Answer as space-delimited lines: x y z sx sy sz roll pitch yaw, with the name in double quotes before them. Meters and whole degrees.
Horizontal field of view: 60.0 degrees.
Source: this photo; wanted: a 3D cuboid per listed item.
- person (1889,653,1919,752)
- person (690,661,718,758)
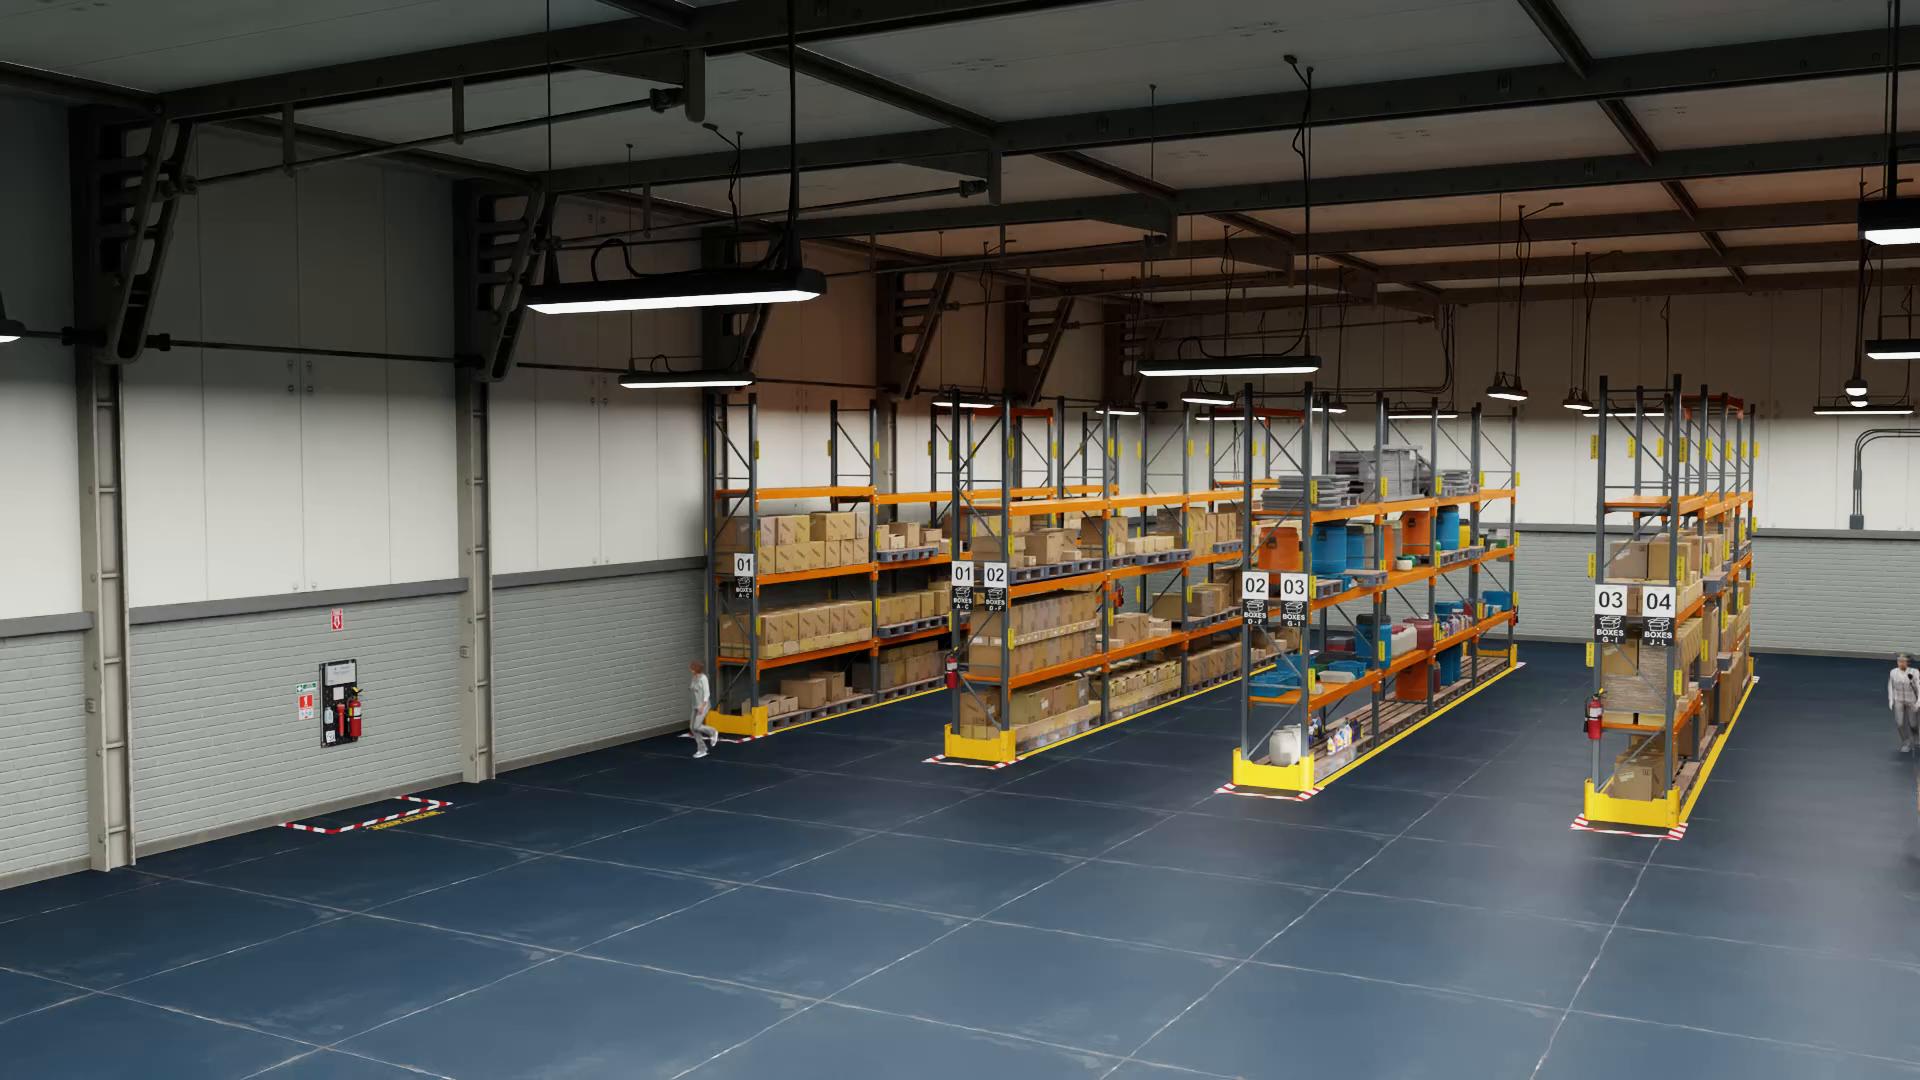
"person" 15.801 2.688 27.726 0.548 1.648 0.624 3 4 43
"person" -4.208 2.757 27.221 0.496 1.570 0.481 -2 4 -38
